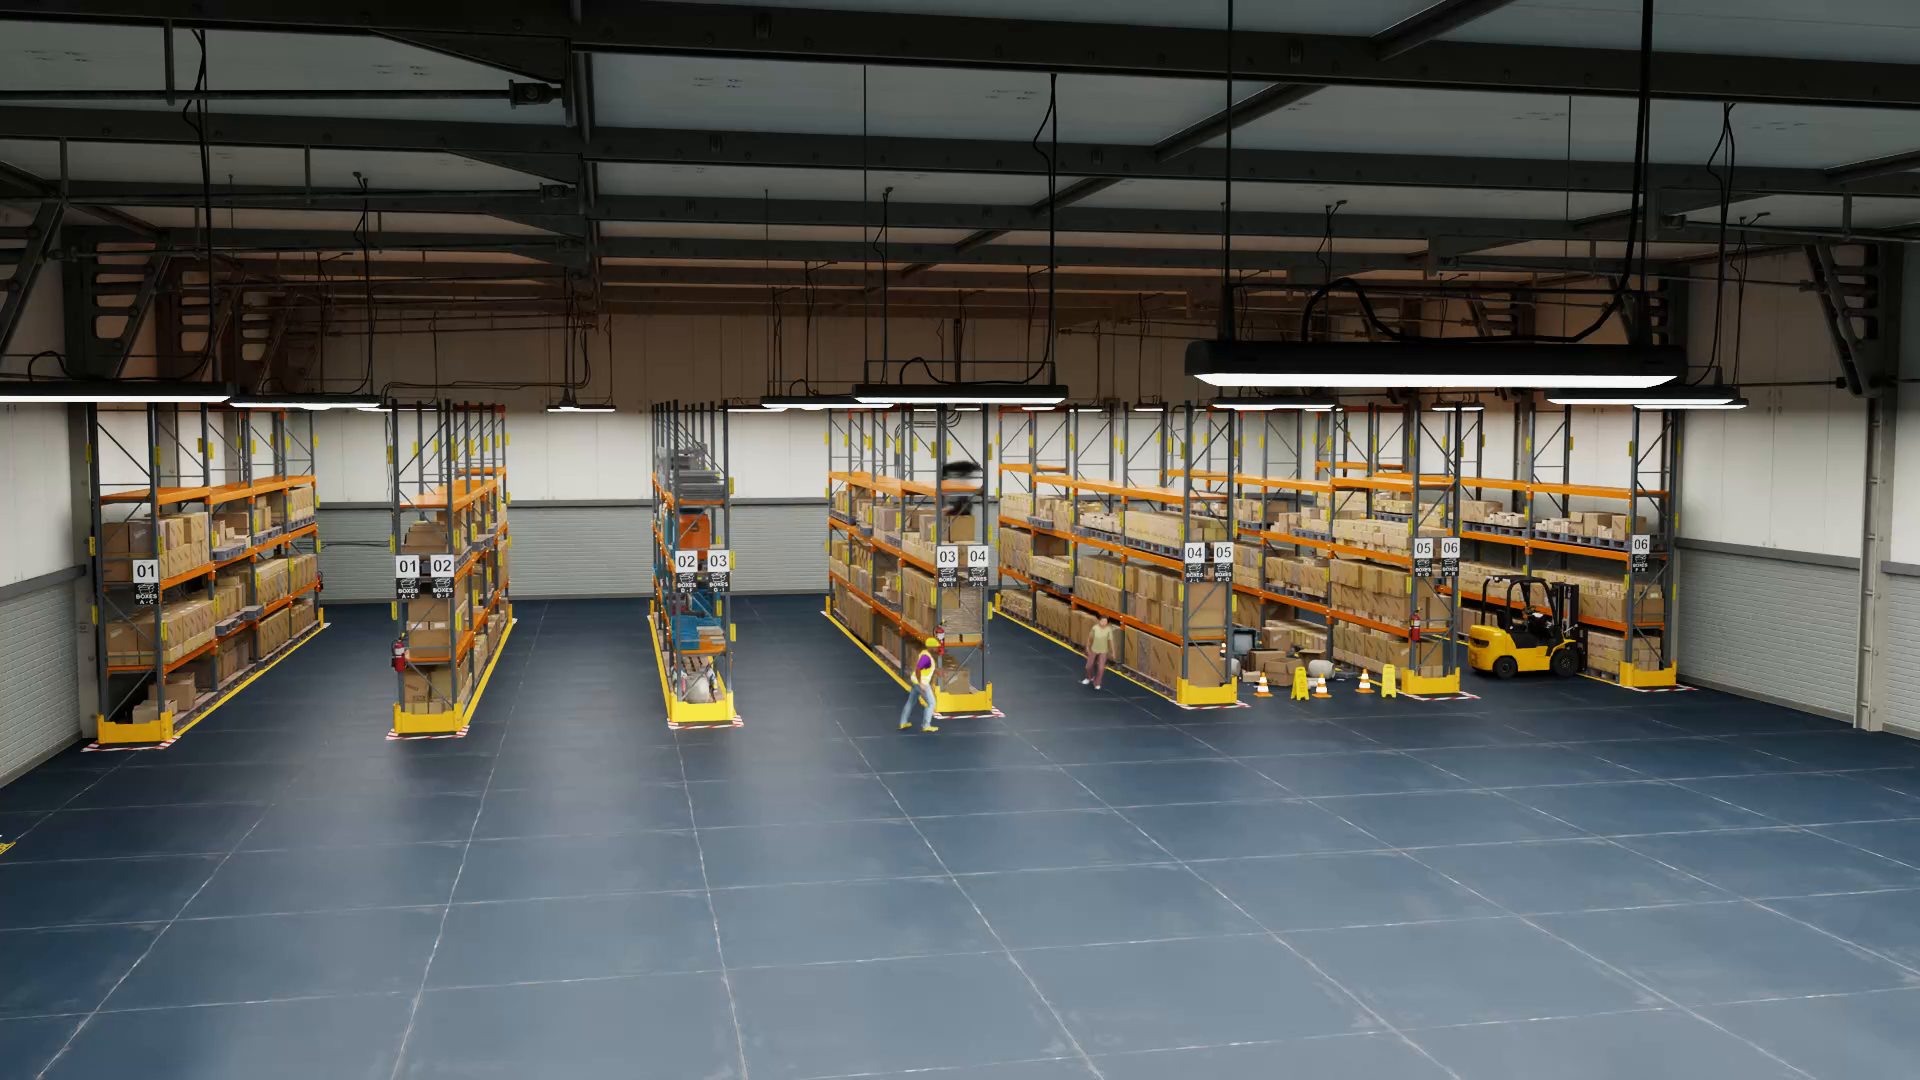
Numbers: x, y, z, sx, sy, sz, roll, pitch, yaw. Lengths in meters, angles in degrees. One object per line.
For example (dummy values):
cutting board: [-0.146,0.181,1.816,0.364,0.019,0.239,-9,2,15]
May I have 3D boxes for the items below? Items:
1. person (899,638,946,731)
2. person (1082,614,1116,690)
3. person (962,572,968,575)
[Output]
person: [-0.647,2.609,30.172,0.869,1.695,0.683,-1,4,-15]
person: [2.891,2.319,34.559,0.721,1.578,0.583,1,4,11]
person: [0.120,1.273,48.418,0.597,1.673,0.756,1,4,14]
